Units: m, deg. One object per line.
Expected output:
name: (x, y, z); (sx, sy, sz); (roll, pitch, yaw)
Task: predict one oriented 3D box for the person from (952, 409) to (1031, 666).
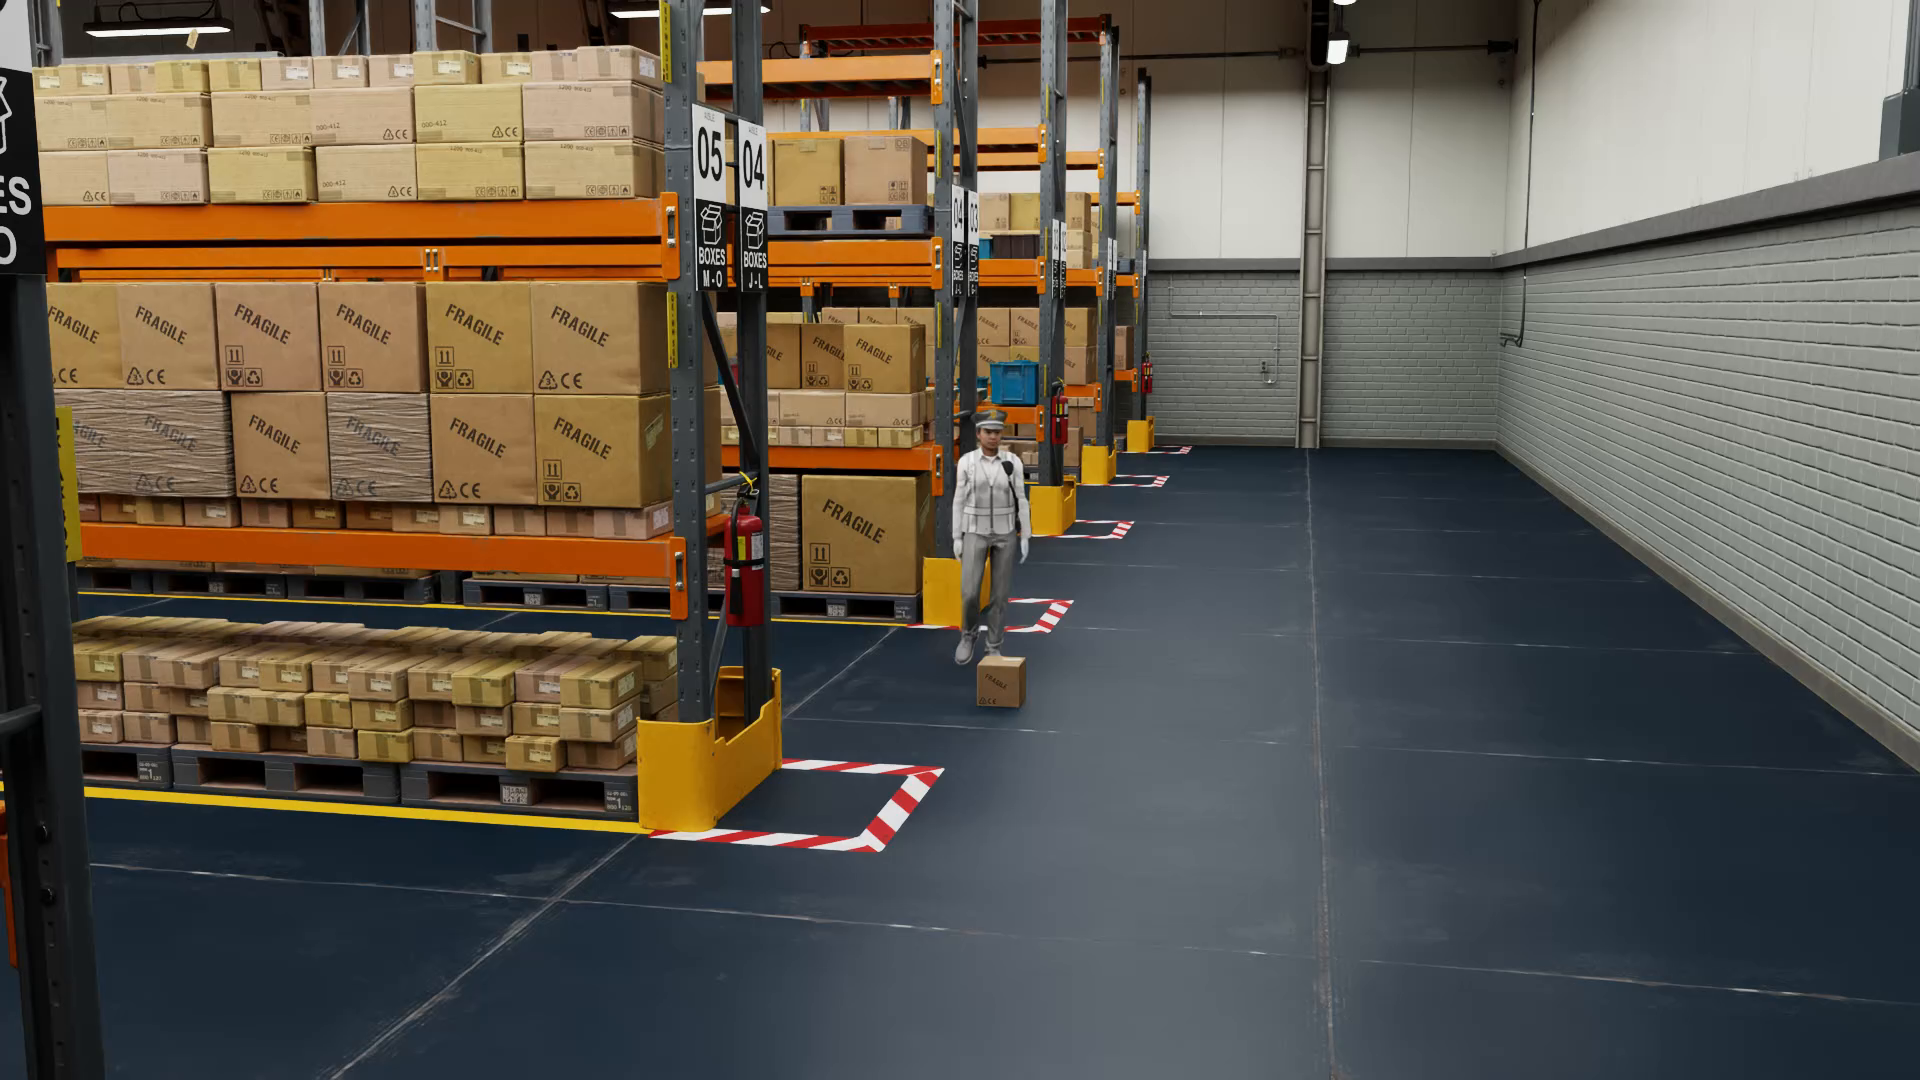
person: (0.209, -0.008, 10.737); (0.503, 1.684, 0.407); (-1, 8, -6)
